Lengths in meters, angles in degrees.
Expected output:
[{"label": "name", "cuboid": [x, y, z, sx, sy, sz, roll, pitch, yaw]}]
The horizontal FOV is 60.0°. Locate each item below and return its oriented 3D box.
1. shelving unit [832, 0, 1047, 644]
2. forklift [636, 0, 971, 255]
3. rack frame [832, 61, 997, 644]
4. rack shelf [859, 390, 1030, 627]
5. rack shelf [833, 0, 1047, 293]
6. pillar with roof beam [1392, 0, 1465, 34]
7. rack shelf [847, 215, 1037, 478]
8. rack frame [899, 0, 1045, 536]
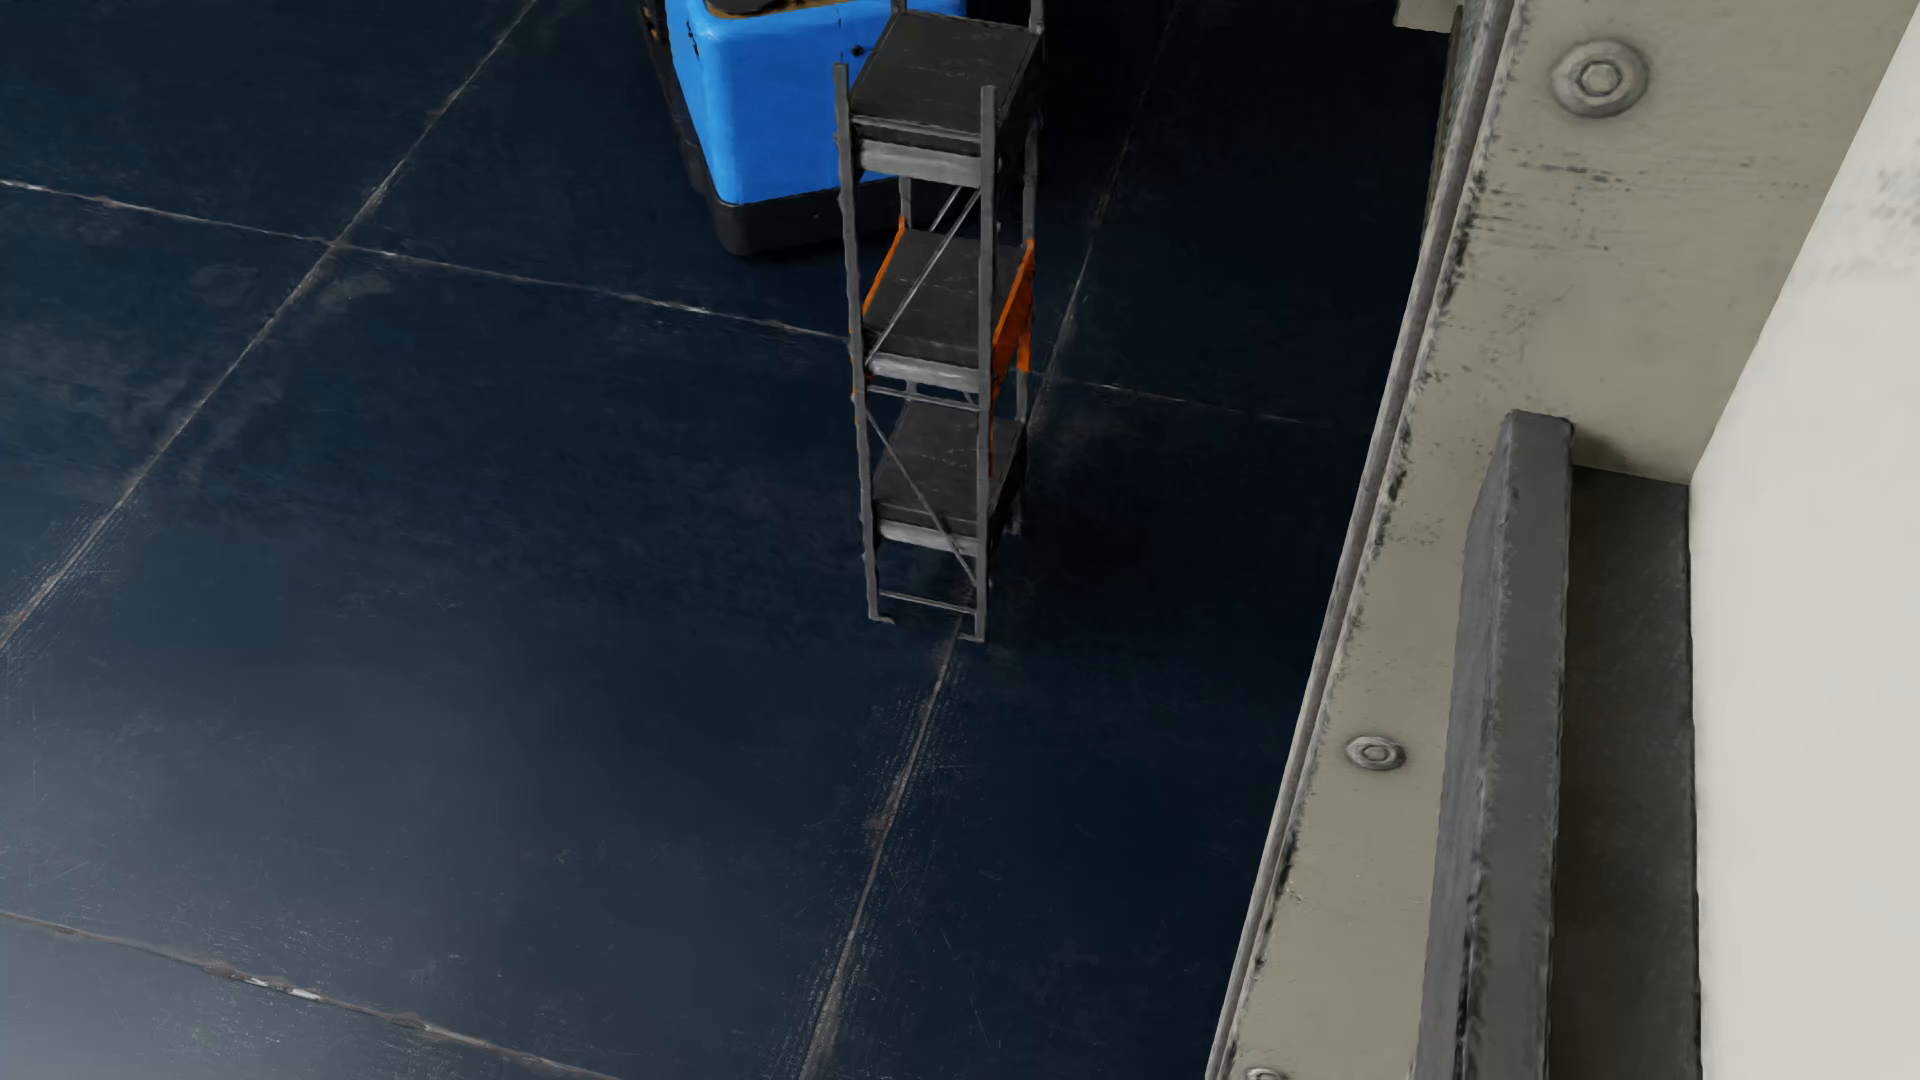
[{"label": "shelving unit", "cuboid": [-0.044, -0.575, 4.857, 0.431, 2.100, 0.503, 12, 50, 10]}, {"label": "forklift", "cuboid": [-0.874, -3.243, 6.657, 1.130, 2.935, 3.031, -13, 50, -11]}, {"label": "rack frame", "cuboid": [-0.108, -0.399, 4.701, 0.400, 2.100, 0.015, 12, 50, 10]}, {"label": "rack shelf", "cuboid": [-0.044, -0.103, 5.392, 0.431, 0.518, 0.480, 12, 50, 10]}, {"label": "rack shelf", "cuboid": [-0.044, -1.029, 4.342, 0.431, 0.518, 0.480, 12, 50, 10]}, {"label": "pillar with roof beam", "cuboid": [-1.895, -6.388, 5.386, 9.100, 9.000, 0.400, 12, 50, 10]}, {"label": "rack shelf", "cuboid": [-0.044, -0.566, 4.867, 0.431, 0.518, 0.480, 12, 50, 10]}, {"label": "rack frame", "cuboid": [0.021, -0.752, 5.013, 0.400, 2.100, 0.015, 12, 50, 10]}]
